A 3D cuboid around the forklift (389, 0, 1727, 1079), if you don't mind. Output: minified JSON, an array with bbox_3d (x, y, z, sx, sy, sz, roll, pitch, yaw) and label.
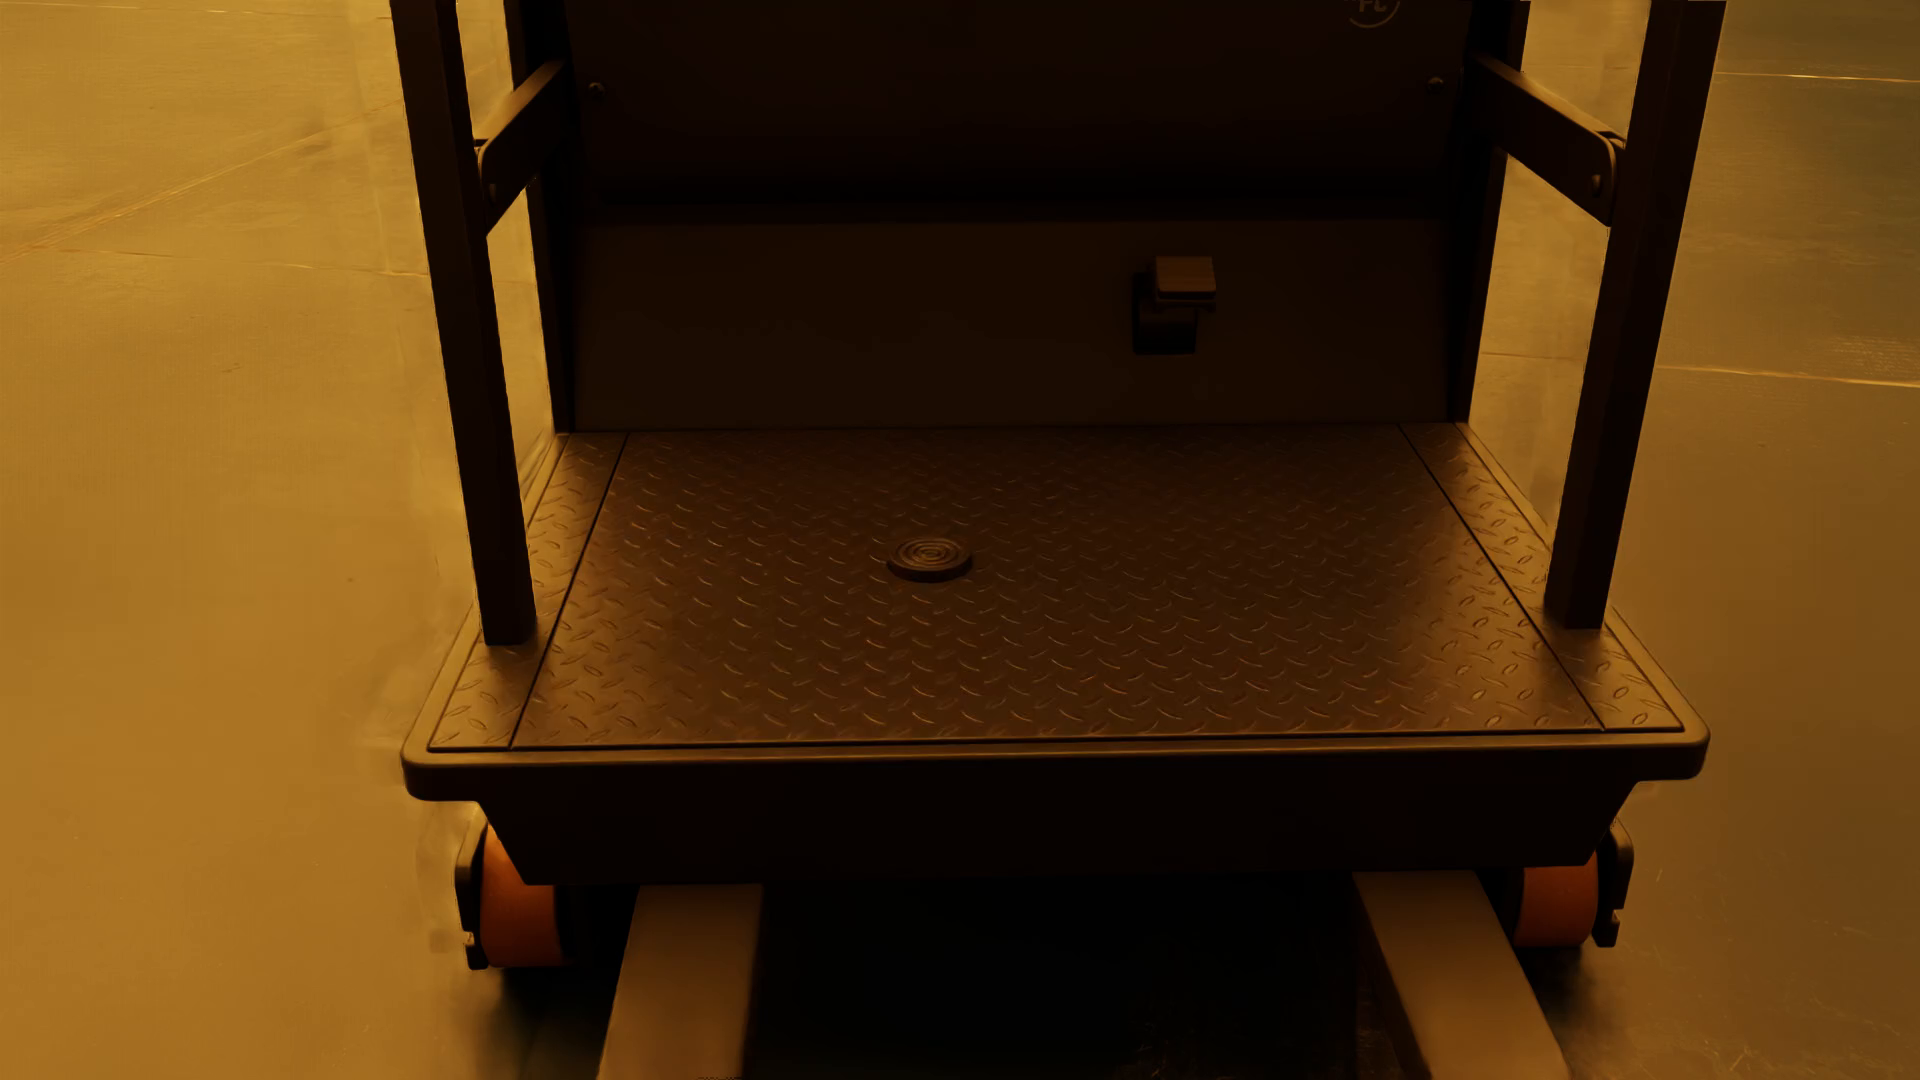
[{"bbox_3d":[0.071,-1.029,1.285,1.130,2.935,3.031,-1,27,-2],"label":"forklift"}]
